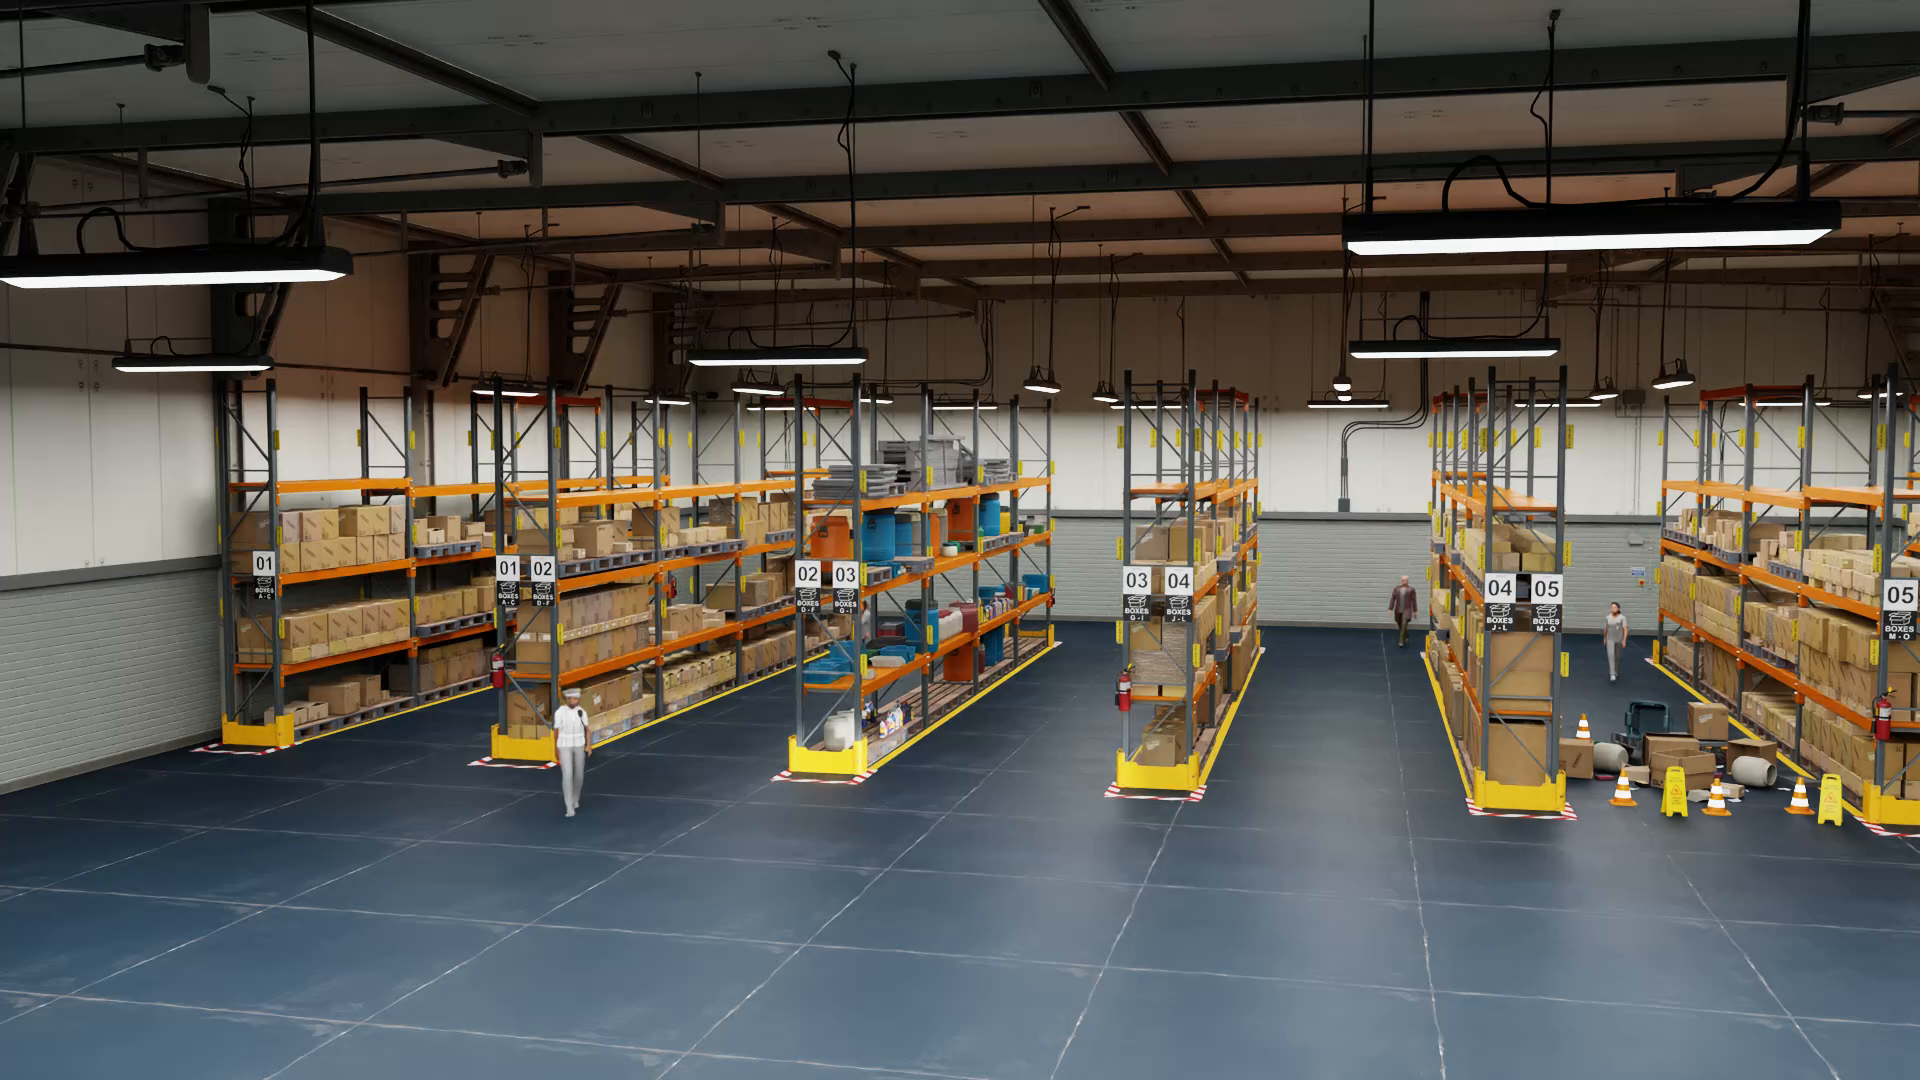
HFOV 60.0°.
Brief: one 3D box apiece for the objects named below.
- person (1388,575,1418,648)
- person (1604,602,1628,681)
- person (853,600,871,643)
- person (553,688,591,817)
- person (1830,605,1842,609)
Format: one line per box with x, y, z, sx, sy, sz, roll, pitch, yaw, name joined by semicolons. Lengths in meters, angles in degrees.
10.701;1.717;40.237;0.633;1.730;1.138;2;4;34;person
13.676;2.100;34.660;0.434;1.604;1.064;1;4;14;person
-1.979;1.963;34.462;0.555;1.491;0.764;1;4;20;person
-5.187;2.847;22.444;0.472;1.666;0.718;-2;4;-31;person
20.217;1.842;38.080;0.986;1.728;0.540;0;3;7;person
